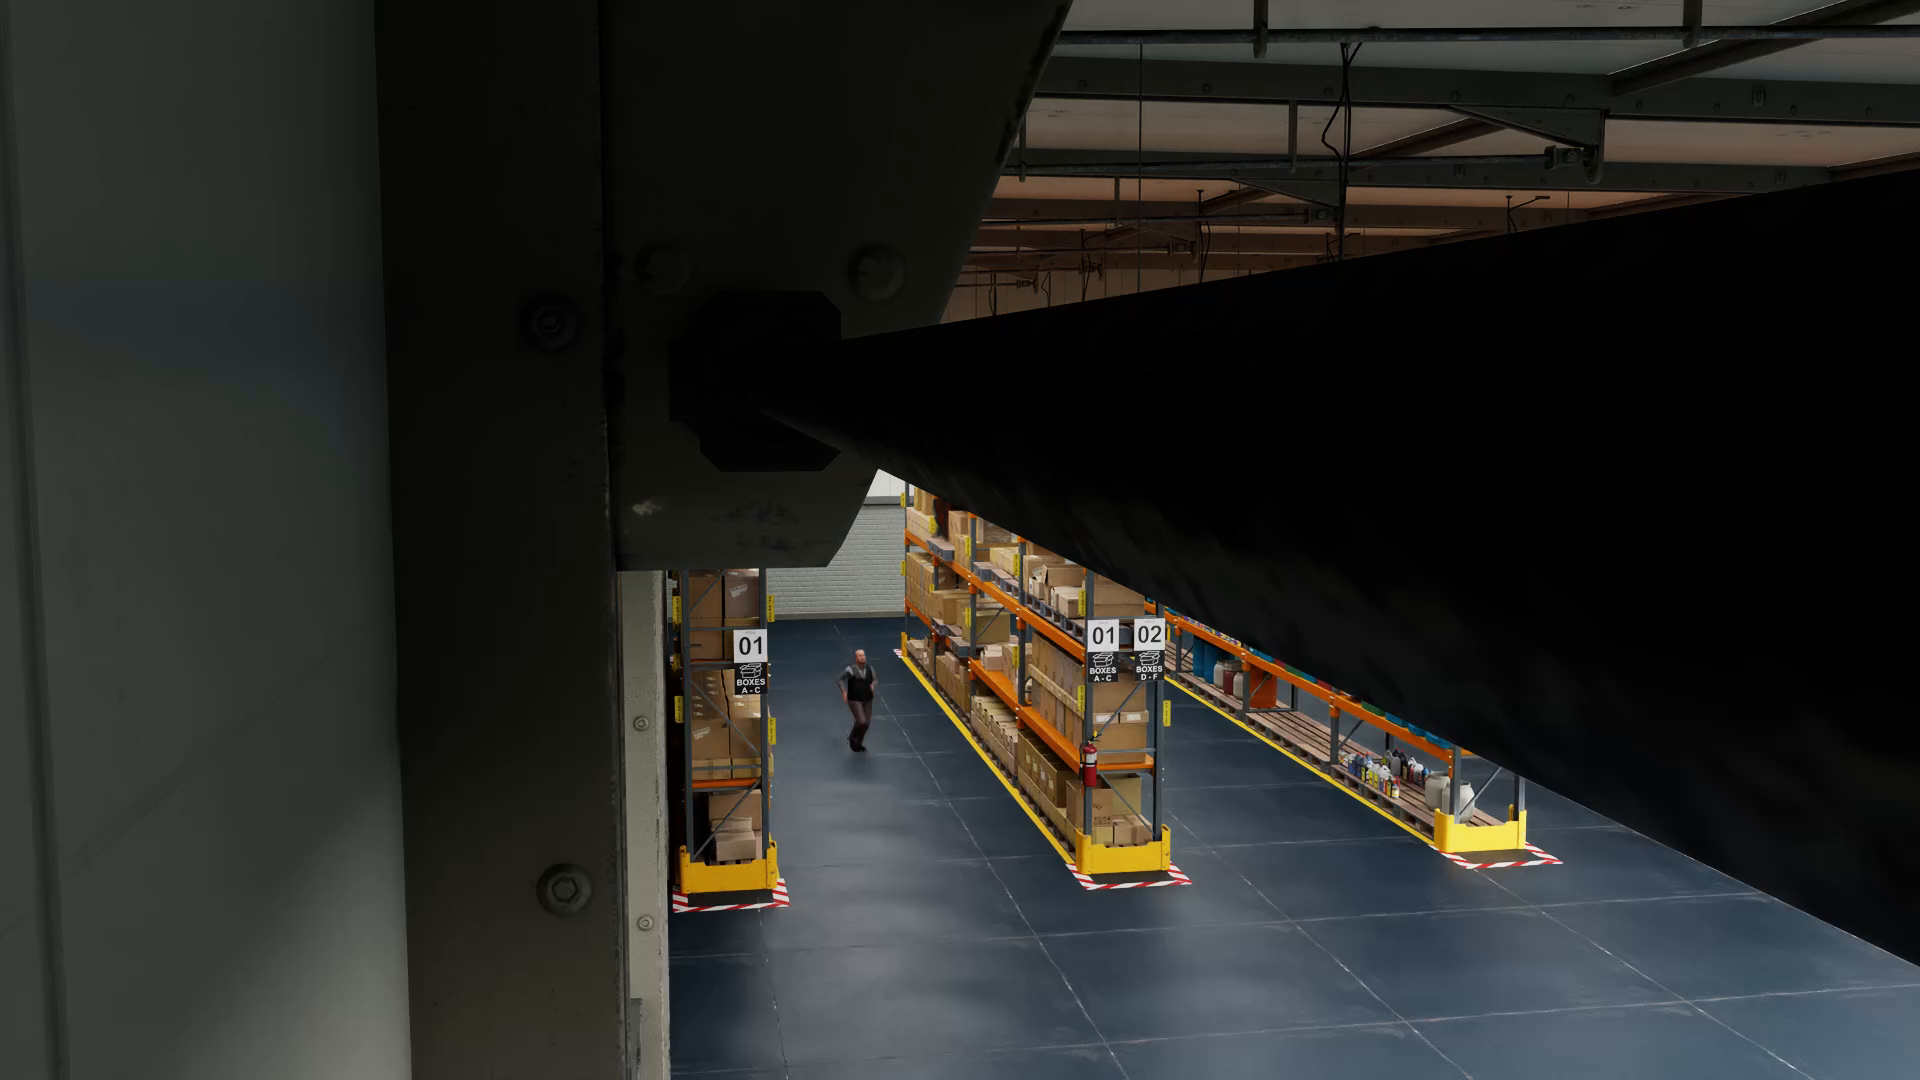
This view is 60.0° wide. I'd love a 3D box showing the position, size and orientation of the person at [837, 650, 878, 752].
[{"bbox_3d":[-1.626,2.647,27.291,0.637,1.690,0.659,-4,7,-31],"label":"person"}]
